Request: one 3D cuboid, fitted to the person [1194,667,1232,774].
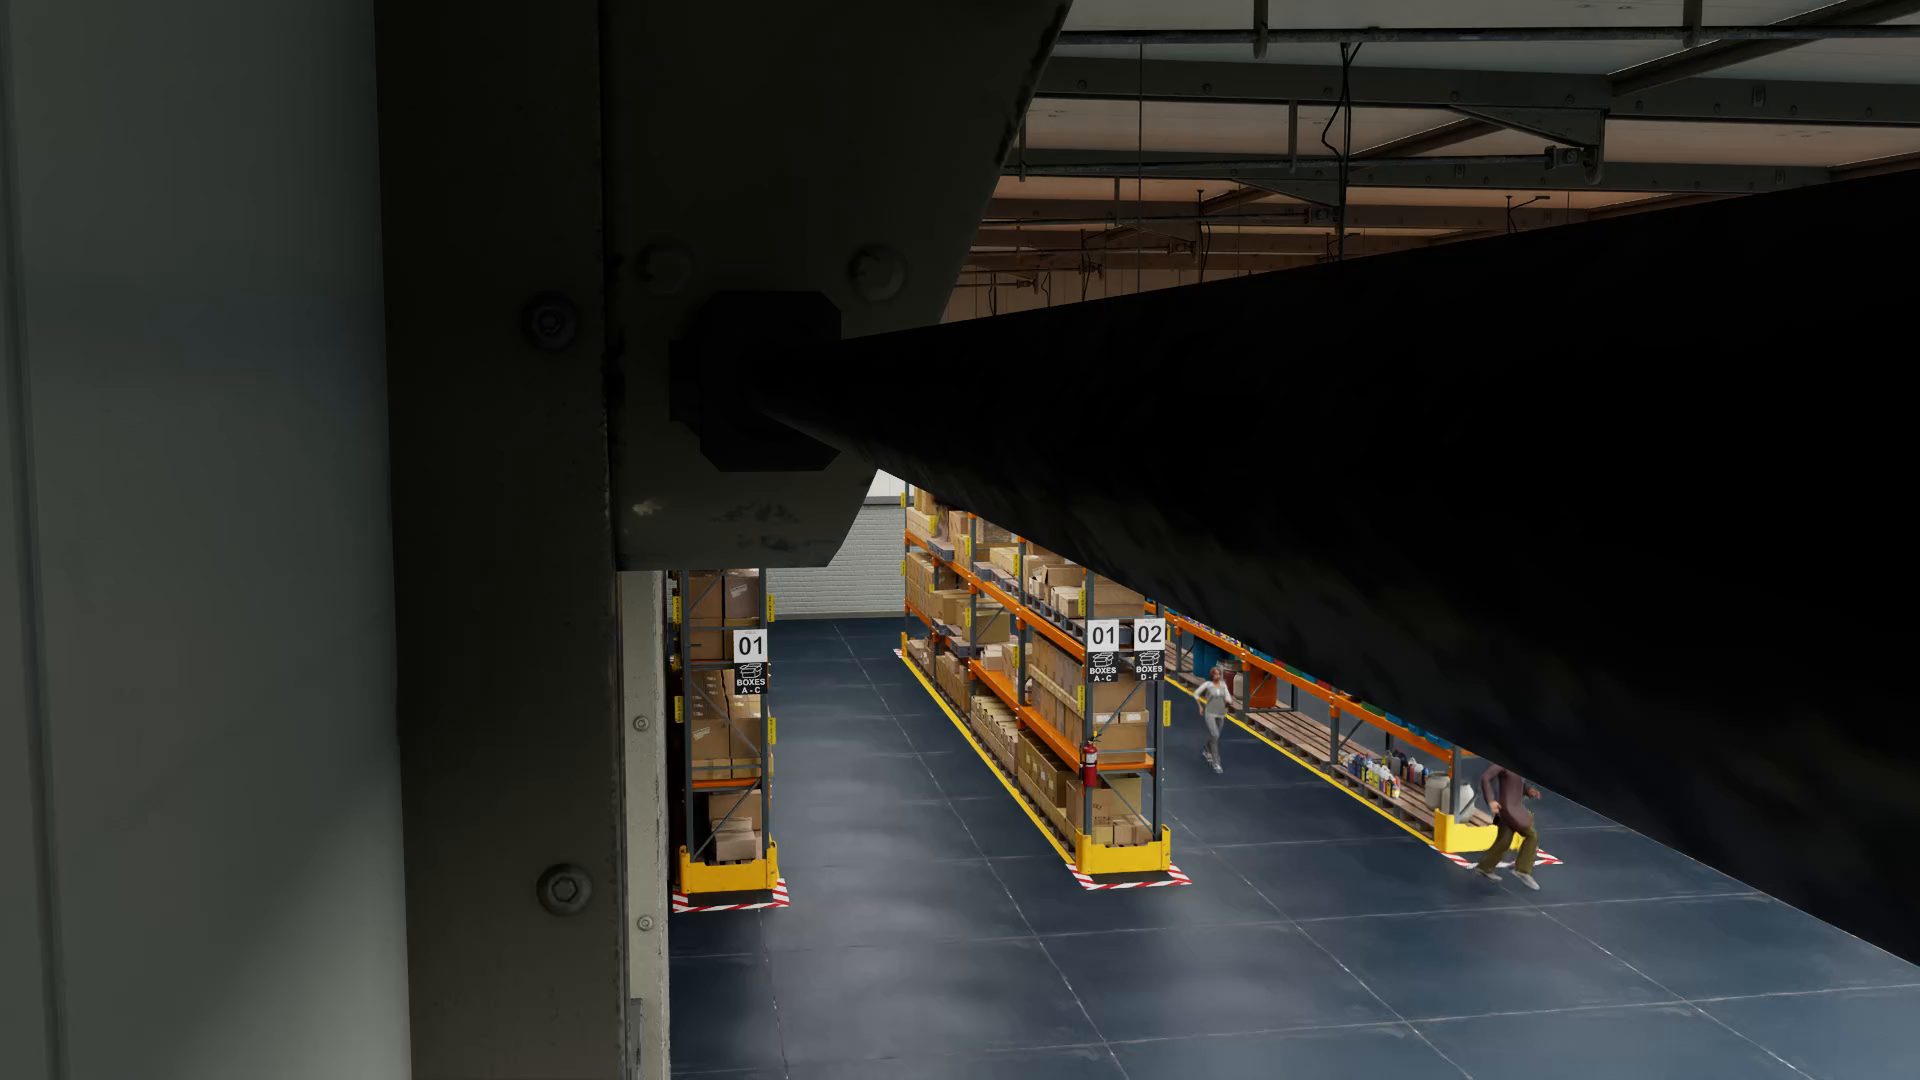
[{"bbox_3d":[4.006,2.851,26.242,0.517,1.532,0.784,-2,6,-21],"label":"person"}]

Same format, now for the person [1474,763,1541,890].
[{"bbox_3d":[6.771,3.326,20.415,0.789,1.752,0.678,3,7,28],"label":"person"}]
